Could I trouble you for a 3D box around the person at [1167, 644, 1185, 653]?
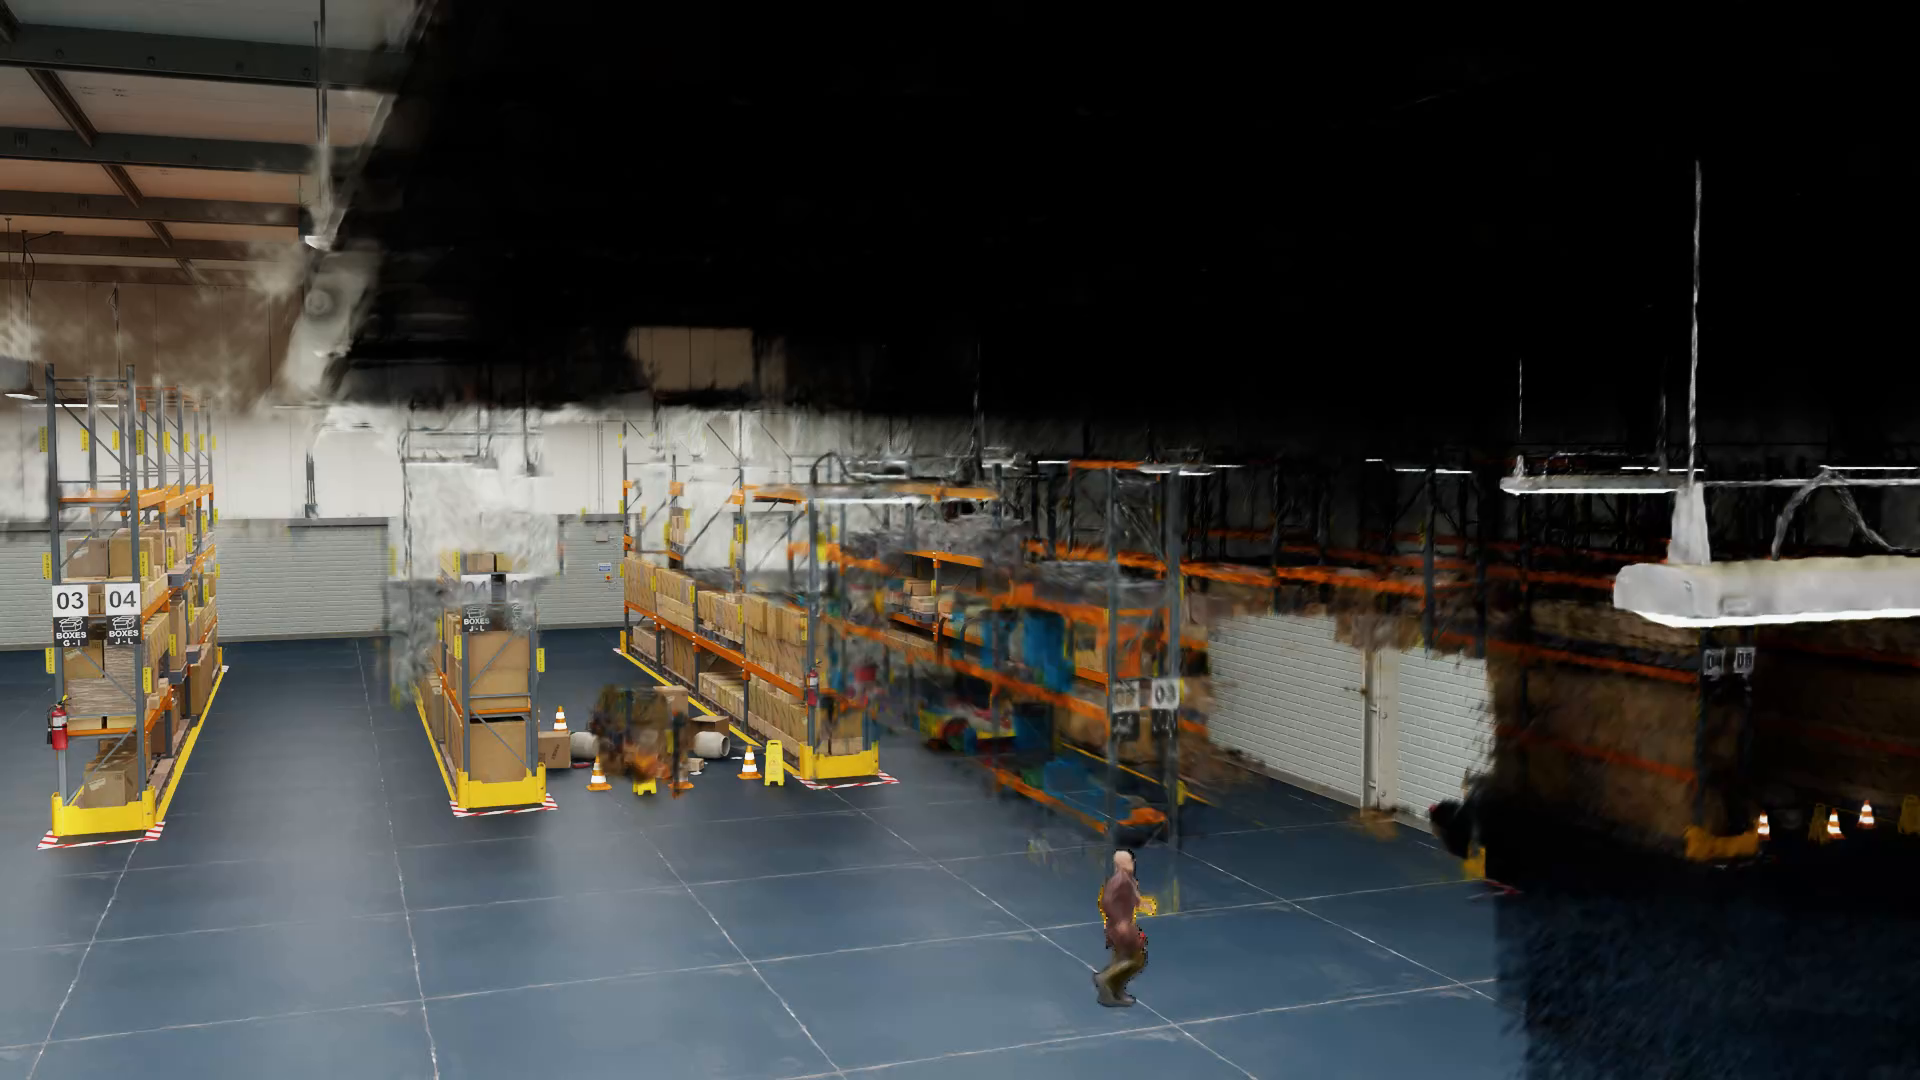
[{"bbox_3d":[-12.712,1.928,39.194,0.897,1.584,0.687,-1,4,-19],"label":"person"}]
